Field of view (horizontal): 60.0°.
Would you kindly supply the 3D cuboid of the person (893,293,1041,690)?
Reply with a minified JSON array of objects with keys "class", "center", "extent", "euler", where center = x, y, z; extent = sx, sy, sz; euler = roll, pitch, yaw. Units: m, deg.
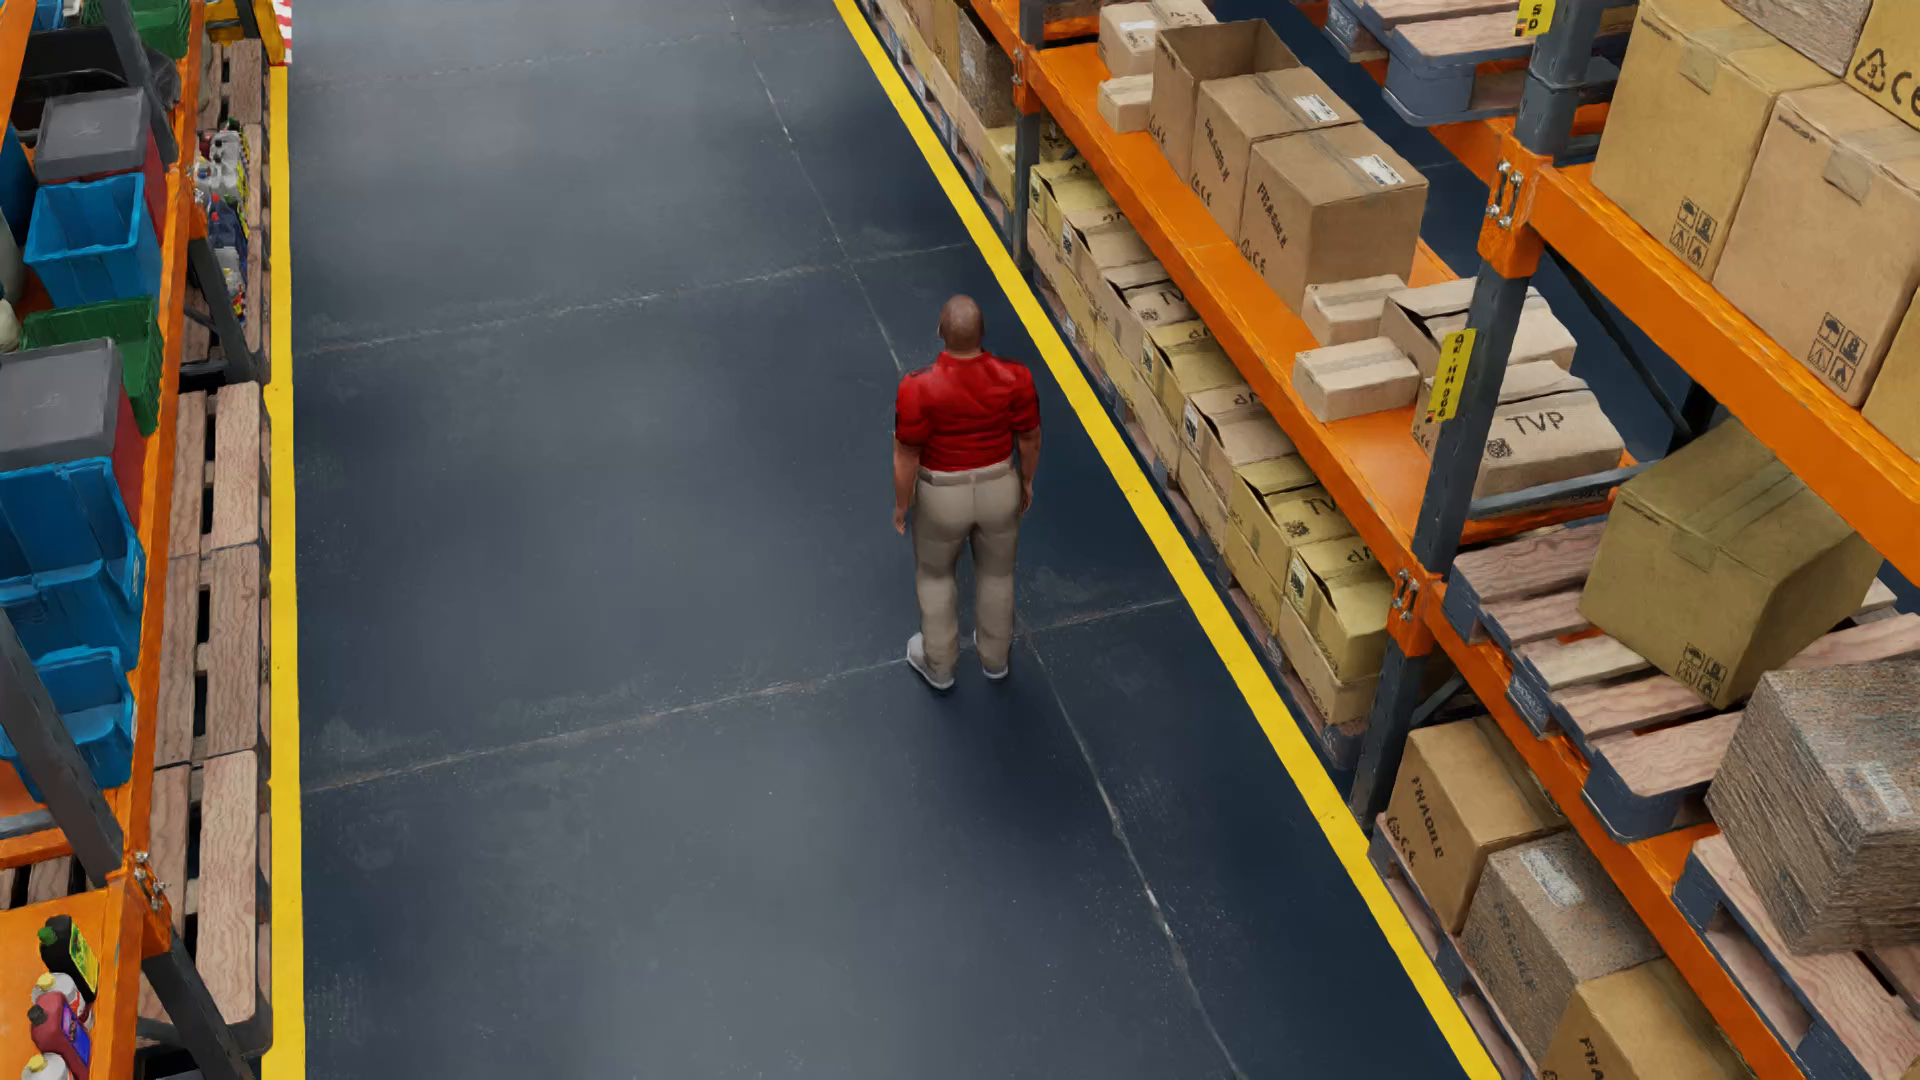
[{"class":"person","center":[0.026,-0.141,6.377],"extent":[0.570,1.641,0.415],"euler":[-8,43,-9]}]
